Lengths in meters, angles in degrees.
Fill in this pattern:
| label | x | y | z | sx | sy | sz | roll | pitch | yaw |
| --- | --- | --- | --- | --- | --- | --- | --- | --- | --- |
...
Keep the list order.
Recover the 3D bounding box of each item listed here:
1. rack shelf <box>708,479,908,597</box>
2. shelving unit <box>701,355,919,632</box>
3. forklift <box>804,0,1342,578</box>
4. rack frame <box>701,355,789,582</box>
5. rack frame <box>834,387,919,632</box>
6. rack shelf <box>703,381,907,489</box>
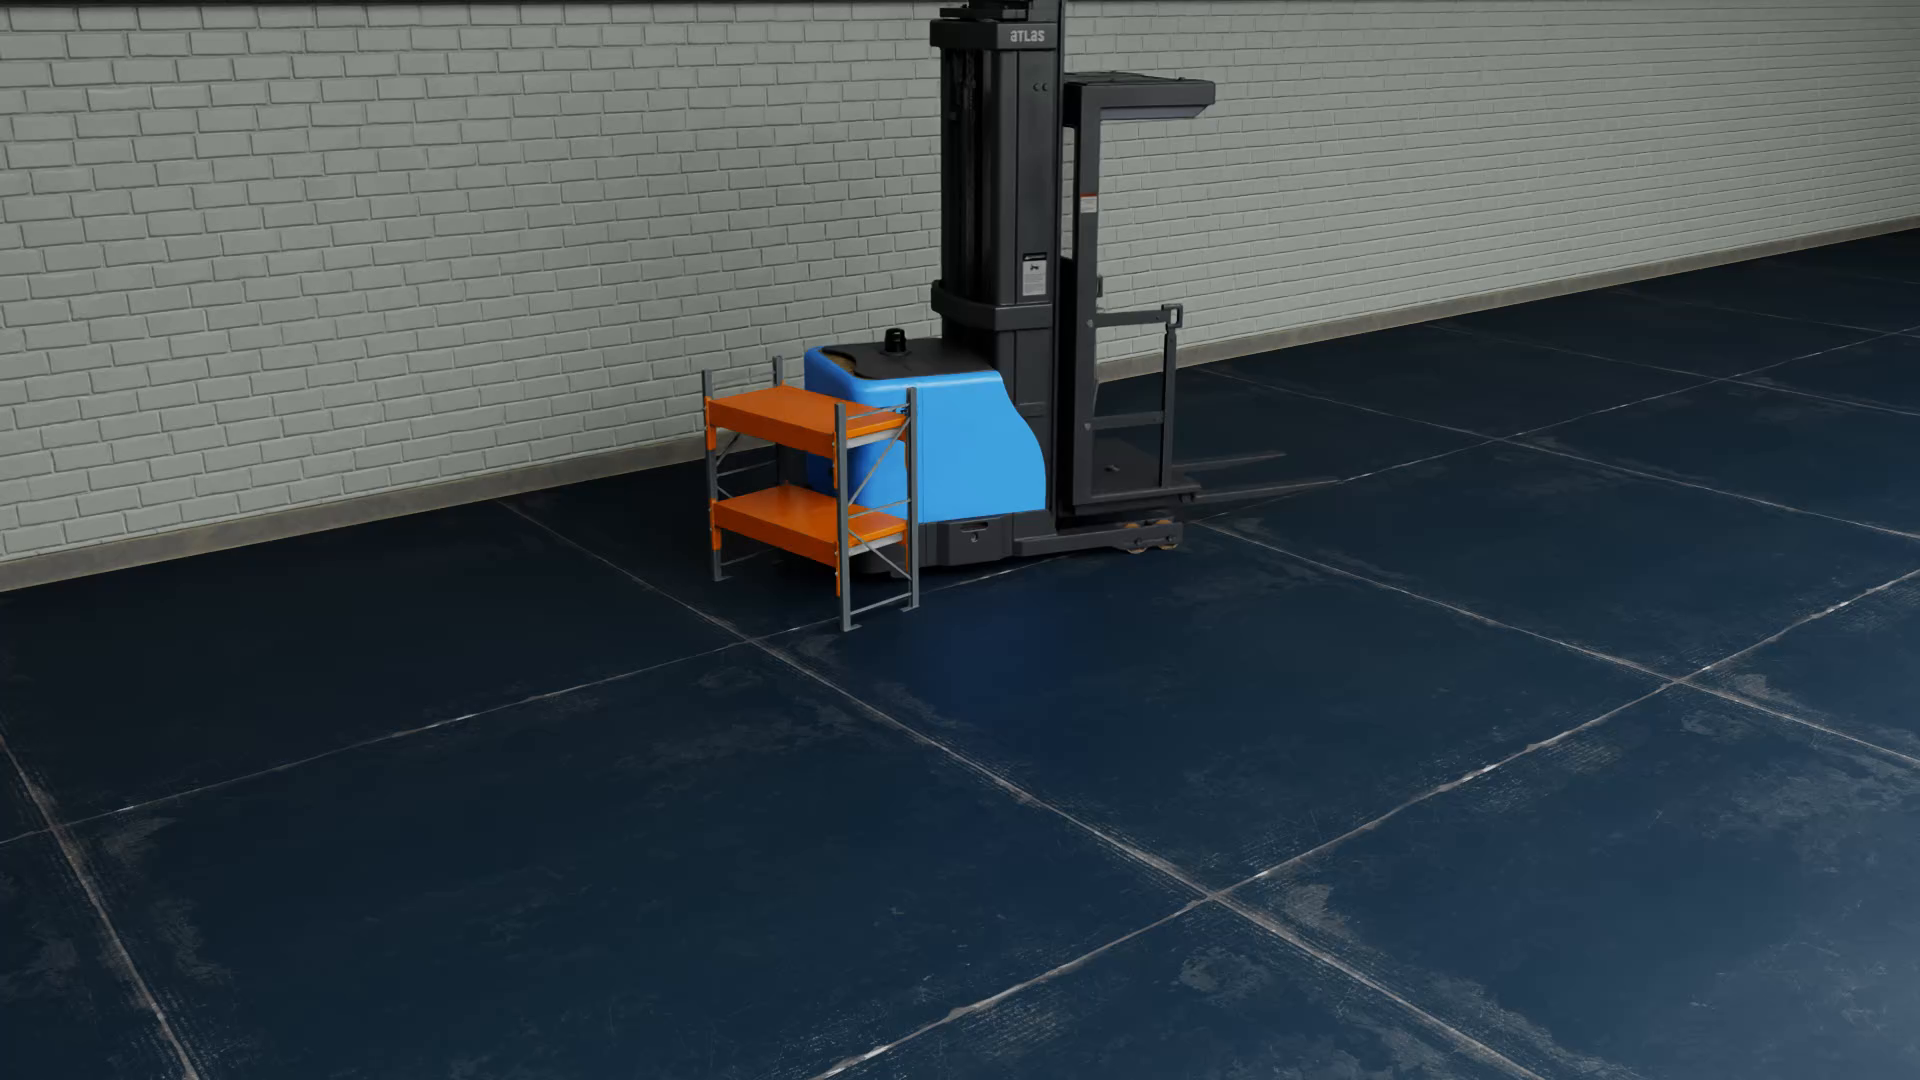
| label | x | y | z | sx | sy | sz | roll | pitch | yaw |
| --- | --- | --- | --- | --- | --- | --- | --- | --- | --- |
| rack shelf | -0.755 | -0.028 | 8.435 | 1.000 | 0.278 | 0.538 | 17 | 25 | 42 |
| shelving unit | -0.755 | -0.260 | 8.358 | 1.048 | 1.125 | 0.538 | 17 | 25 | 42 |
| forklift | 0.700 | -1.462 | 9.114 | 3.031 | 2.935 | 1.130 | -7 | 19 | -20 |
| rack frame | -1.115 | -0.373 | 8.698 | 0.032 | 1.125 | 0.500 | 17 | 25 | 42 |
| rack frame | -0.394 | -0.147 | 8.018 | 0.032 | 1.125 | 0.500 | 17 | 25 | 42 |
| rack shelf | -0.755 | -0.538 | 8.266 | 1.000 | 0.278 | 0.538 | 17 | 25 | 42 |
